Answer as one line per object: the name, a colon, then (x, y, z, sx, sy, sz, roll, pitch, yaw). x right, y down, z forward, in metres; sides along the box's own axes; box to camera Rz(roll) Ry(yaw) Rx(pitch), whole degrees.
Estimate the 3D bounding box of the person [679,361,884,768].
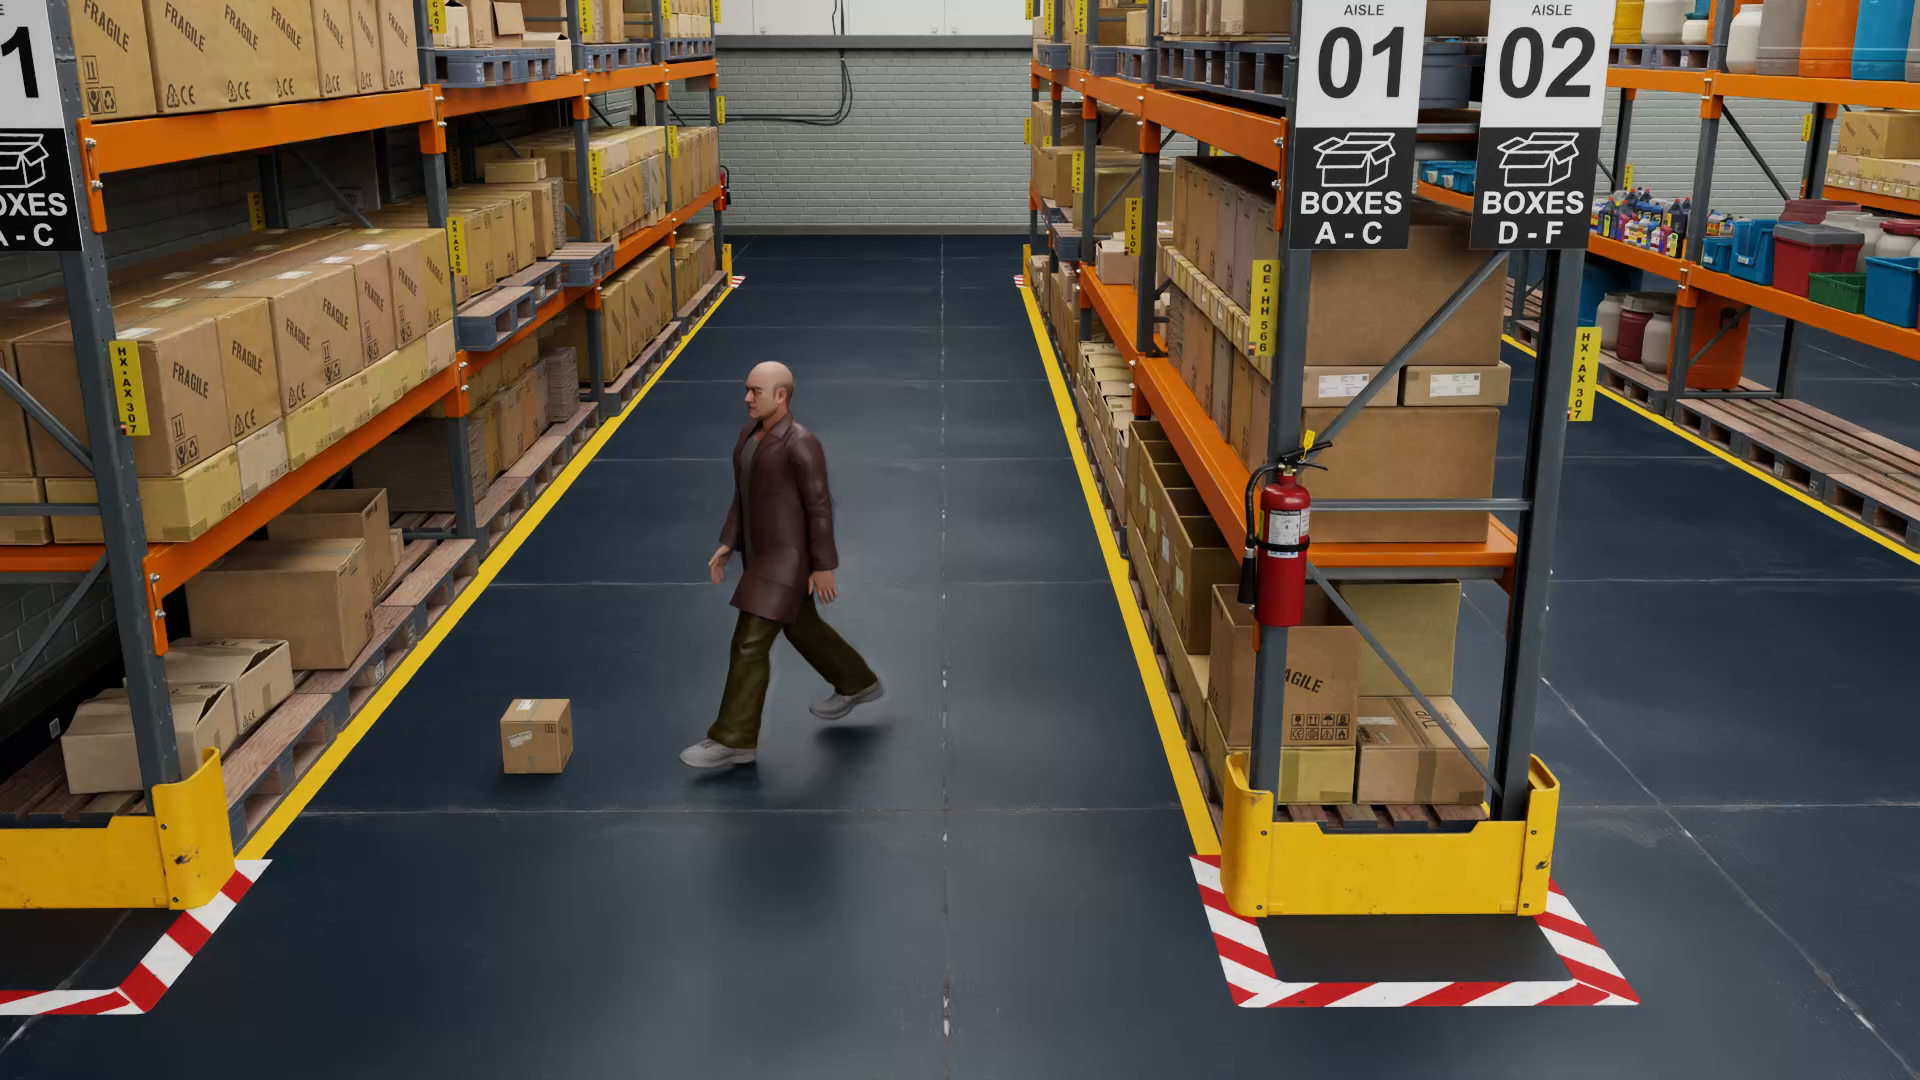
person: (-0.813, 0.074, 7.319, 1.093, 1.737, 0.581, -10, 19, -29)
